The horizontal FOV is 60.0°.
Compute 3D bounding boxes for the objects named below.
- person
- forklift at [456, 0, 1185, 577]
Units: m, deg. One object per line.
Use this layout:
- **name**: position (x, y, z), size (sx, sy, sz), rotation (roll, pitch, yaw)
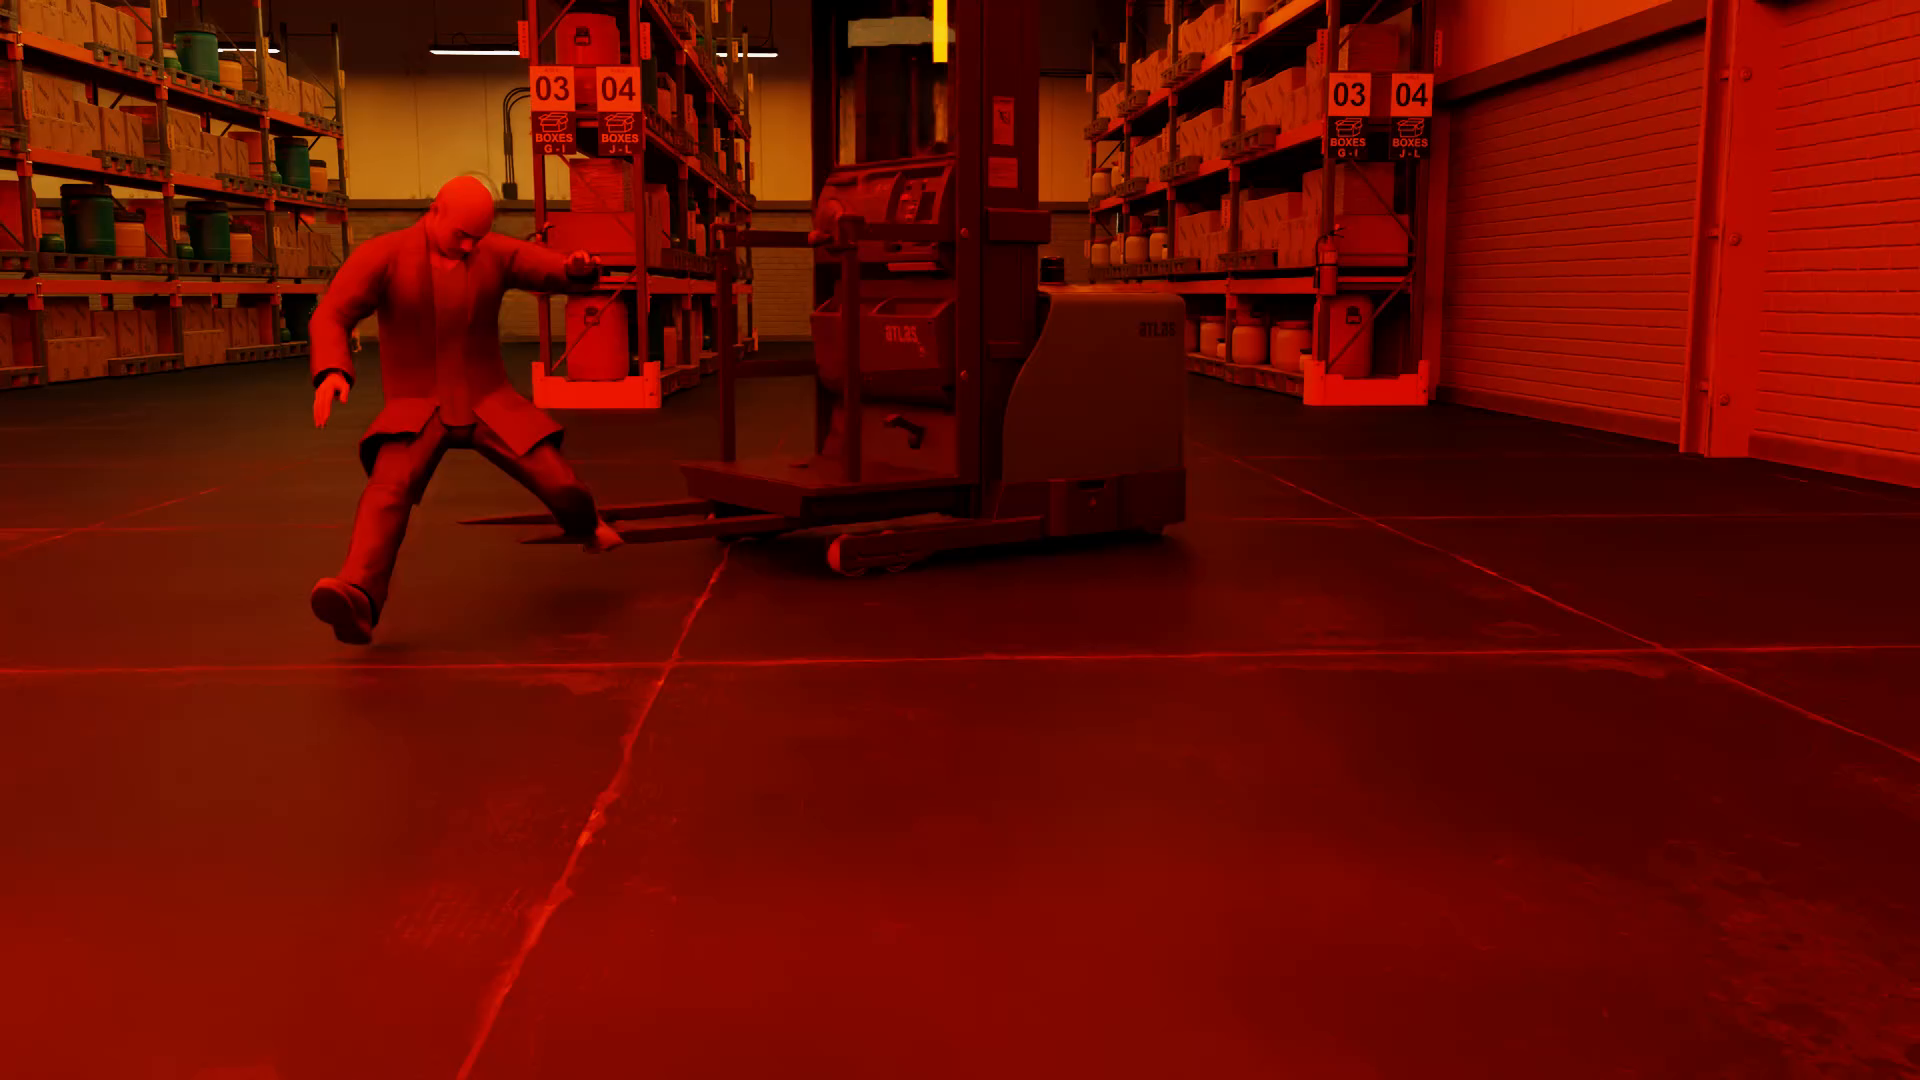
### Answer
- **person**: position (-1.585, -0.452, 5.385), size (1.091, 1.428, 1.150), rotation (-4, 9, -24)
- **forklift**: position (-0.489, -1.394, 6.719), size (3.031, 2.935, 1.130), rotation (-6, 10, -36)
